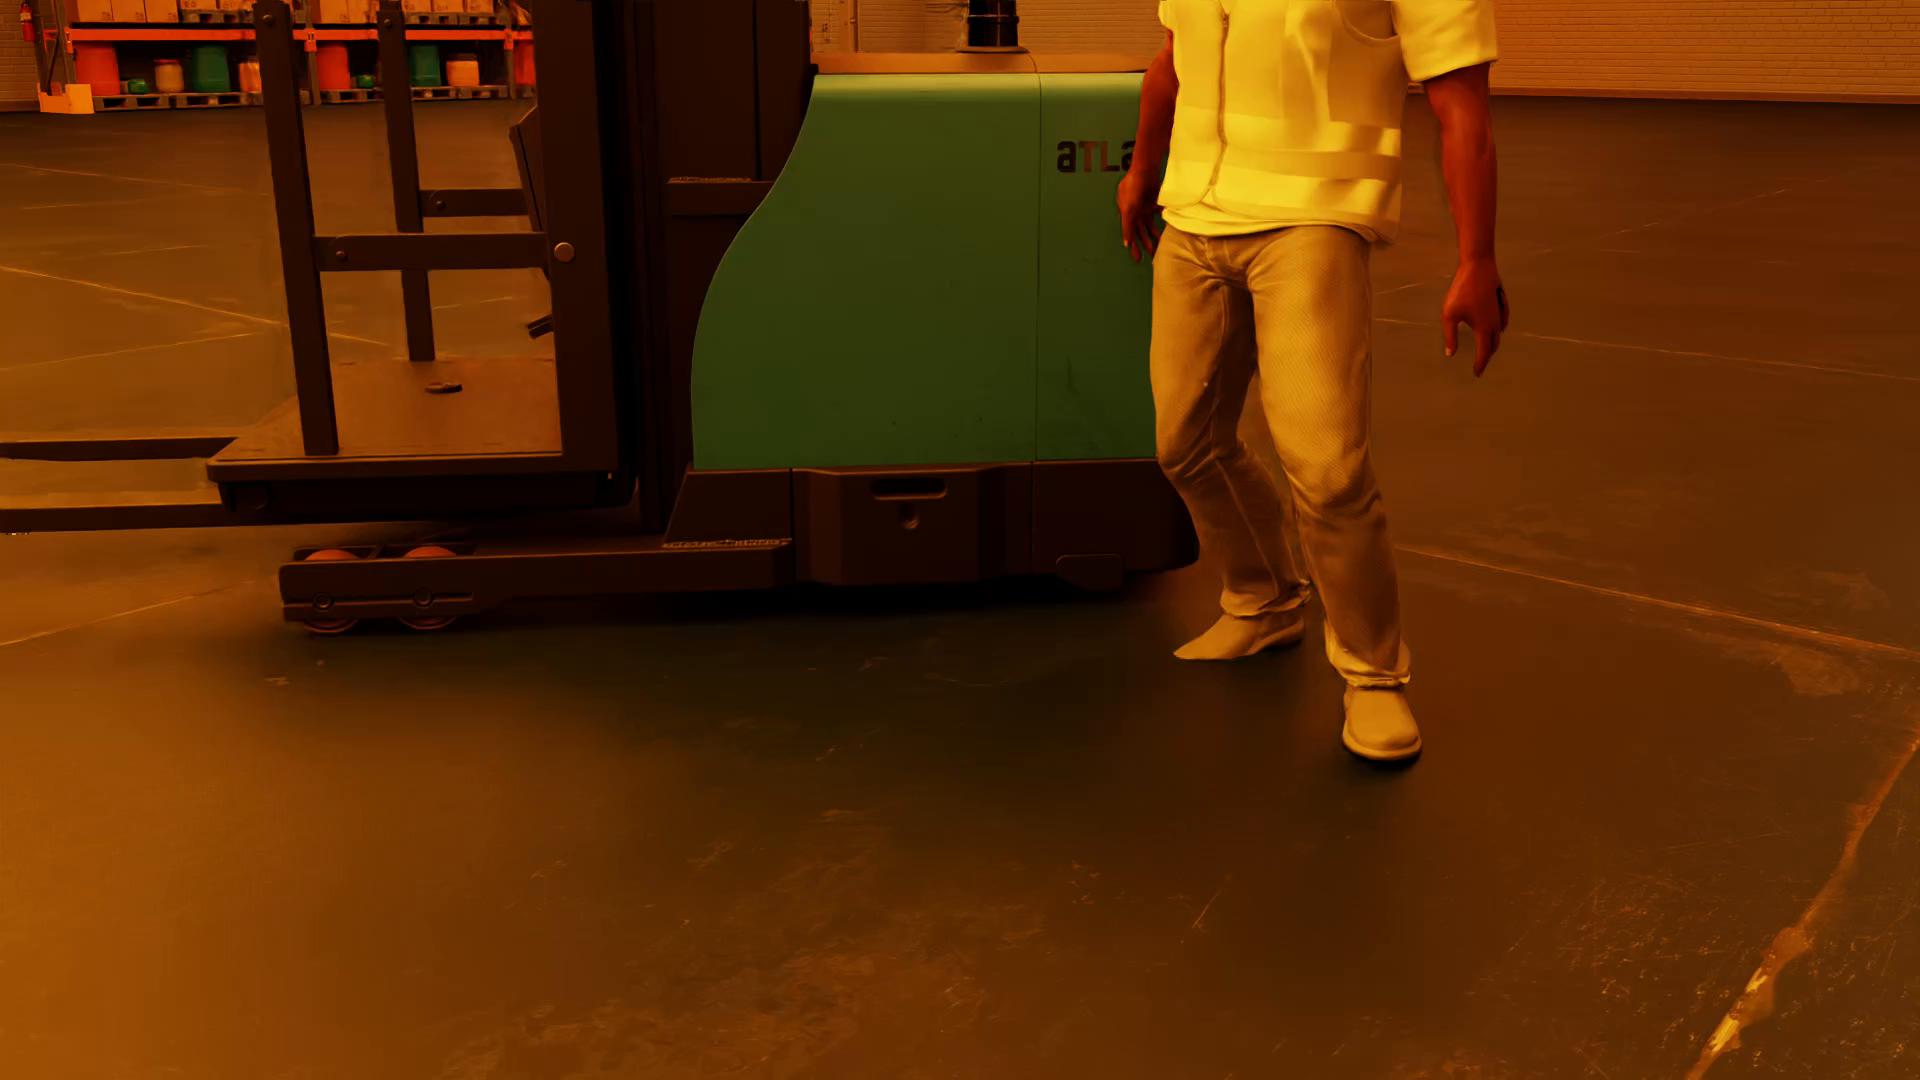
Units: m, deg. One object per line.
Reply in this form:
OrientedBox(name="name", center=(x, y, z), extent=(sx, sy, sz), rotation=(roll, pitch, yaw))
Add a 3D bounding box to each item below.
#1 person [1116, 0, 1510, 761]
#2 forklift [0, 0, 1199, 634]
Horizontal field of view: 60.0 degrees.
OrientedBox(name="person", center=(0.540, -0.540, 2.865), extent=(0.487, 1.740, 0.879), rotation=(-12, 20, -34))
OrientedBox(name="forklift", center=(-1.038, -1.377, 3.431), extent=(3.031, 2.935, 1.130), rotation=(-2, 17, -6))
